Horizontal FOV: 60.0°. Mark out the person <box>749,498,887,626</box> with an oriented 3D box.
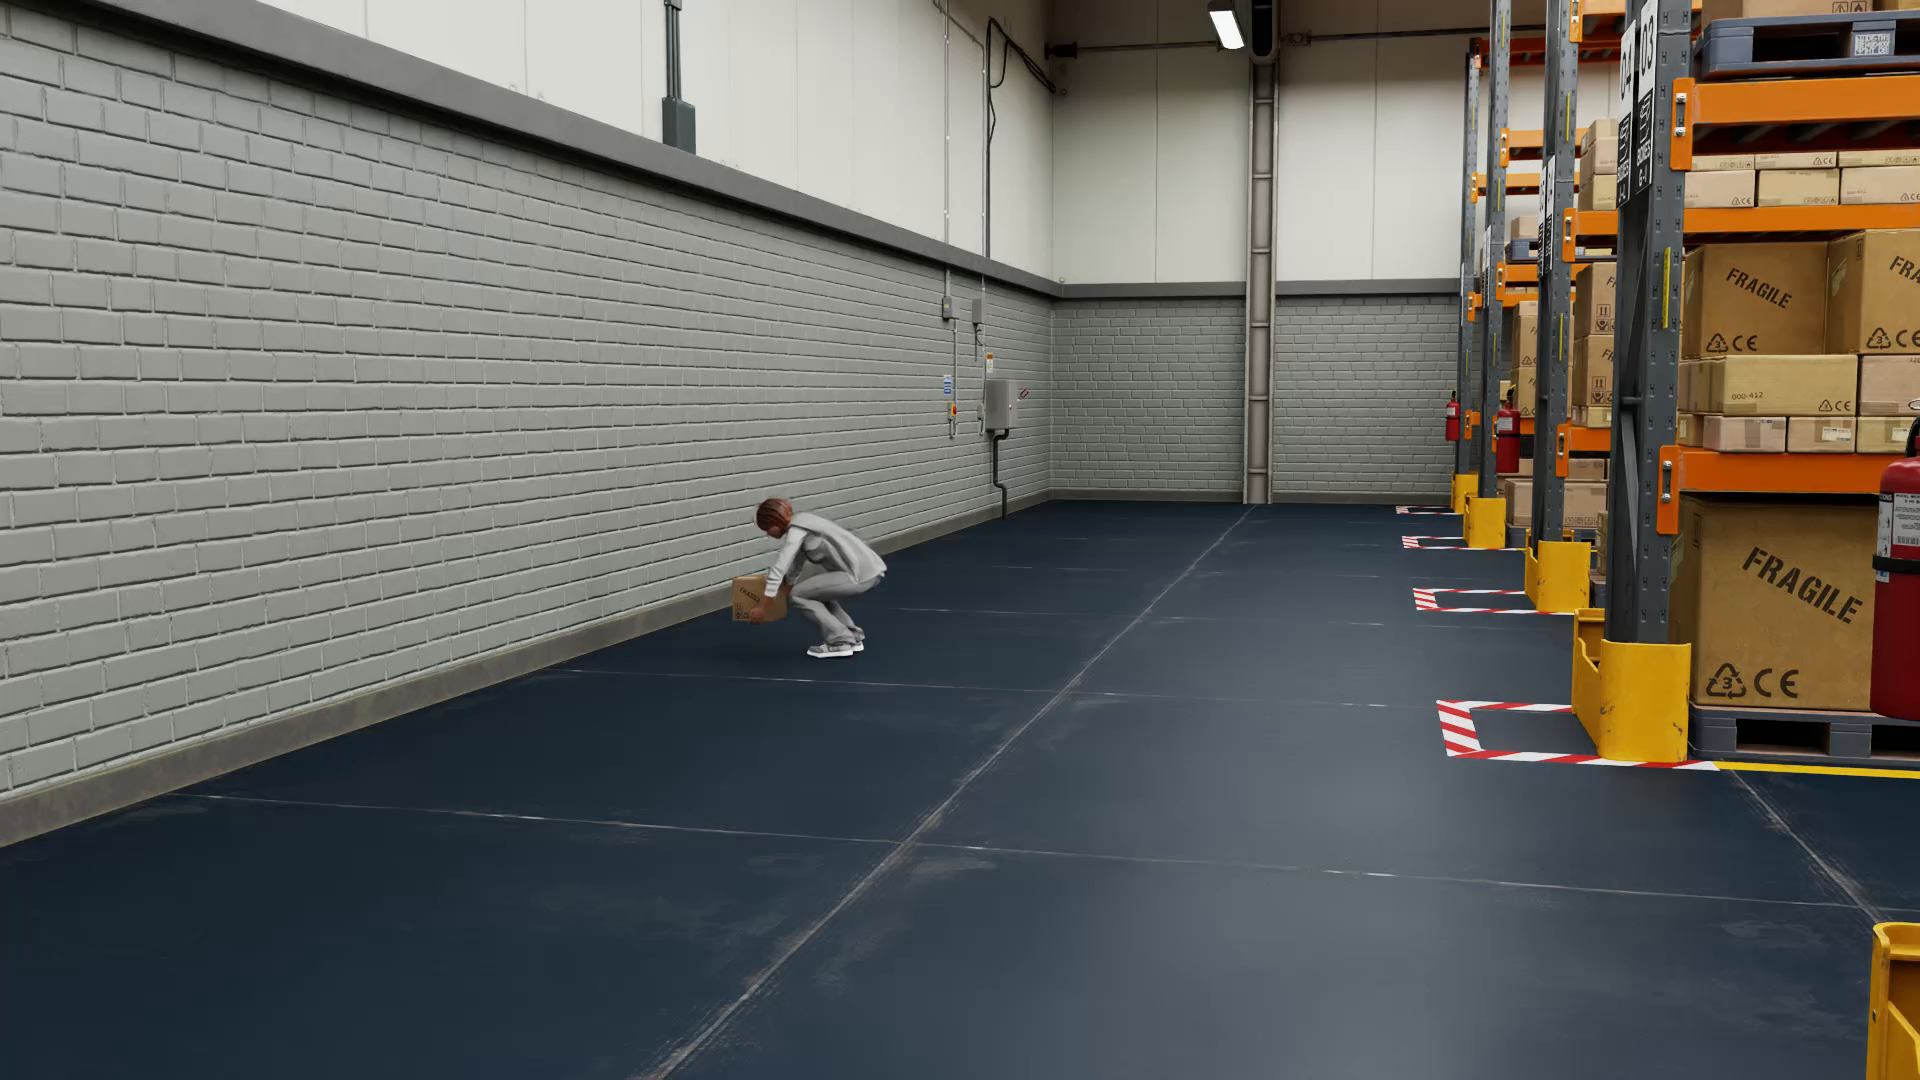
[{"bbox_3d":[-0.840,0.144,9.815,0.801,0.754,0.428,1,5,13],"label":"person"}]
